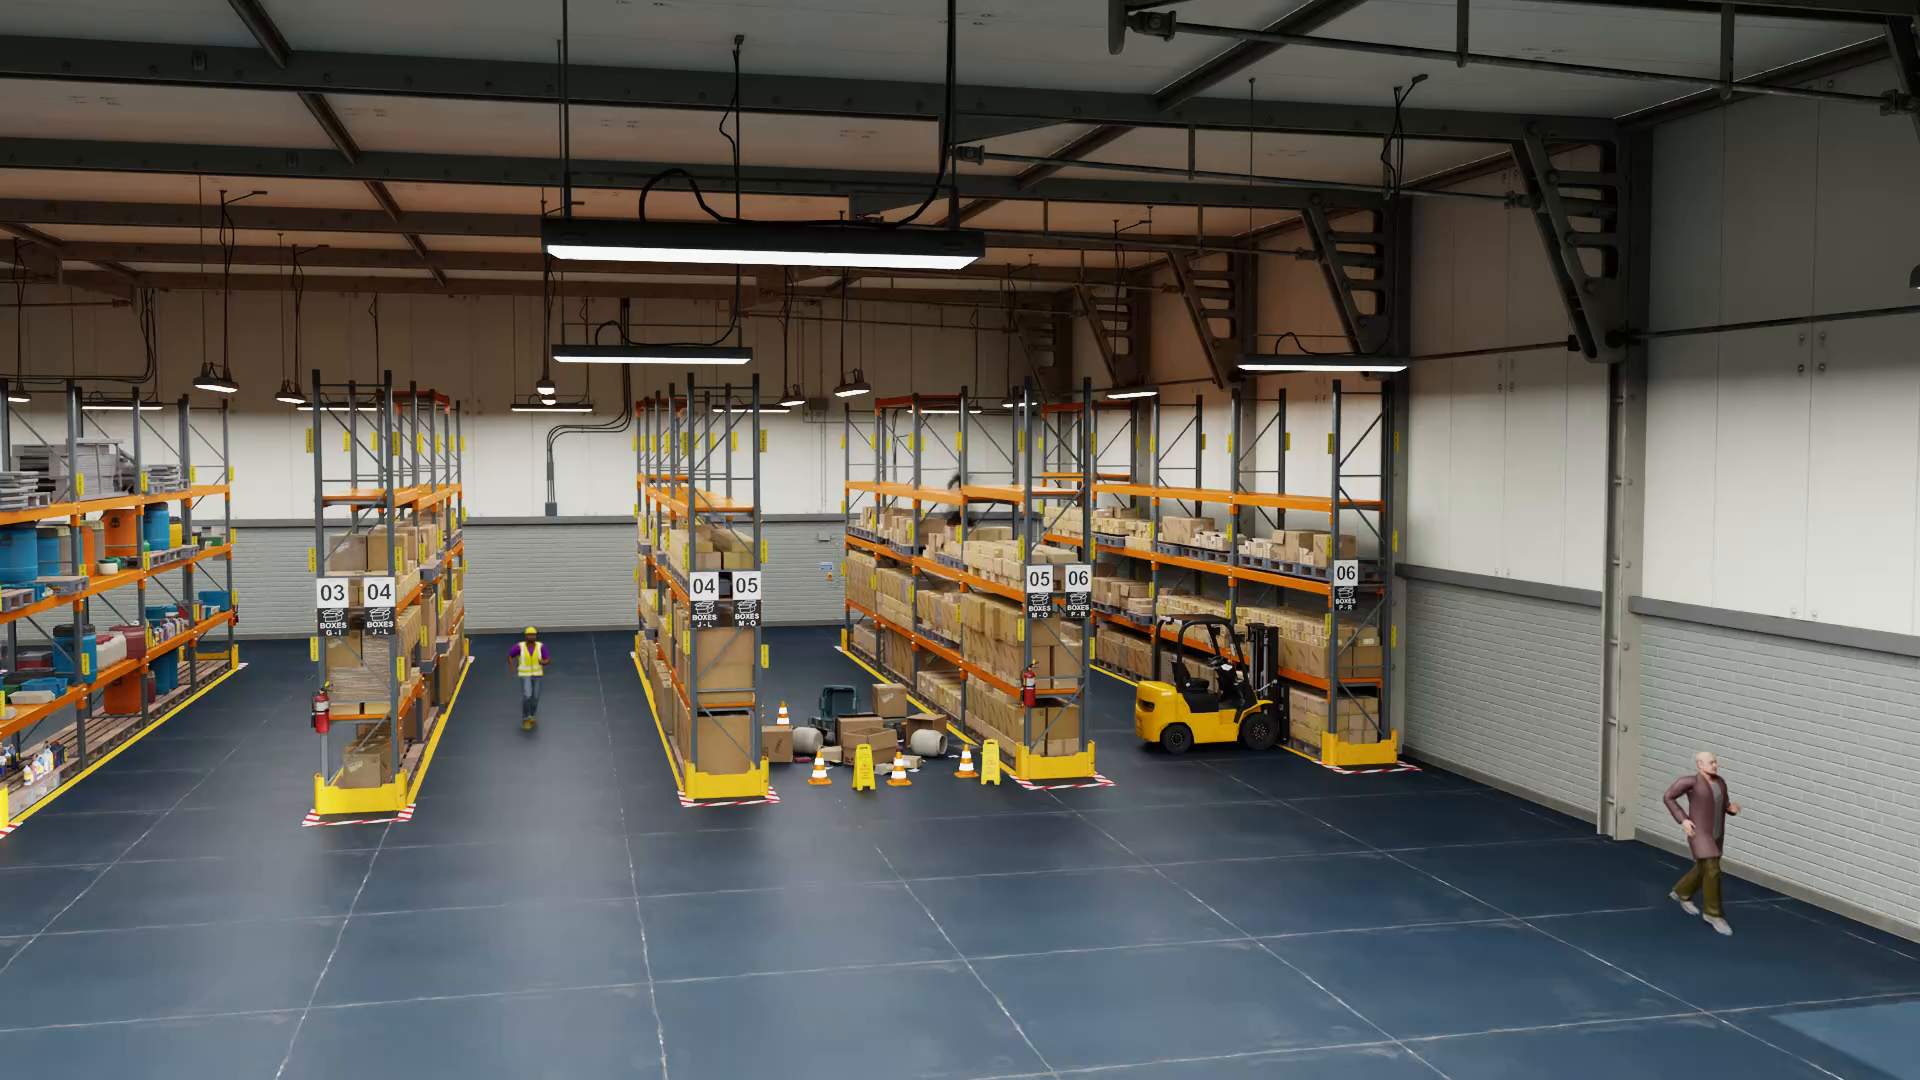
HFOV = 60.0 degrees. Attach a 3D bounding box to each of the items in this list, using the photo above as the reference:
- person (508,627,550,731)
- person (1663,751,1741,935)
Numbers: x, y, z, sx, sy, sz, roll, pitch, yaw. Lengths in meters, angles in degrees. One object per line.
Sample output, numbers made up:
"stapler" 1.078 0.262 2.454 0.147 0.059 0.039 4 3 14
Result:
"person" -7.556 2.436 29.270 0.670 1.819 0.749 -2 4 -28
"person" 7.747 3.105 17.336 0.694 1.823 0.876 -2 4 -27
